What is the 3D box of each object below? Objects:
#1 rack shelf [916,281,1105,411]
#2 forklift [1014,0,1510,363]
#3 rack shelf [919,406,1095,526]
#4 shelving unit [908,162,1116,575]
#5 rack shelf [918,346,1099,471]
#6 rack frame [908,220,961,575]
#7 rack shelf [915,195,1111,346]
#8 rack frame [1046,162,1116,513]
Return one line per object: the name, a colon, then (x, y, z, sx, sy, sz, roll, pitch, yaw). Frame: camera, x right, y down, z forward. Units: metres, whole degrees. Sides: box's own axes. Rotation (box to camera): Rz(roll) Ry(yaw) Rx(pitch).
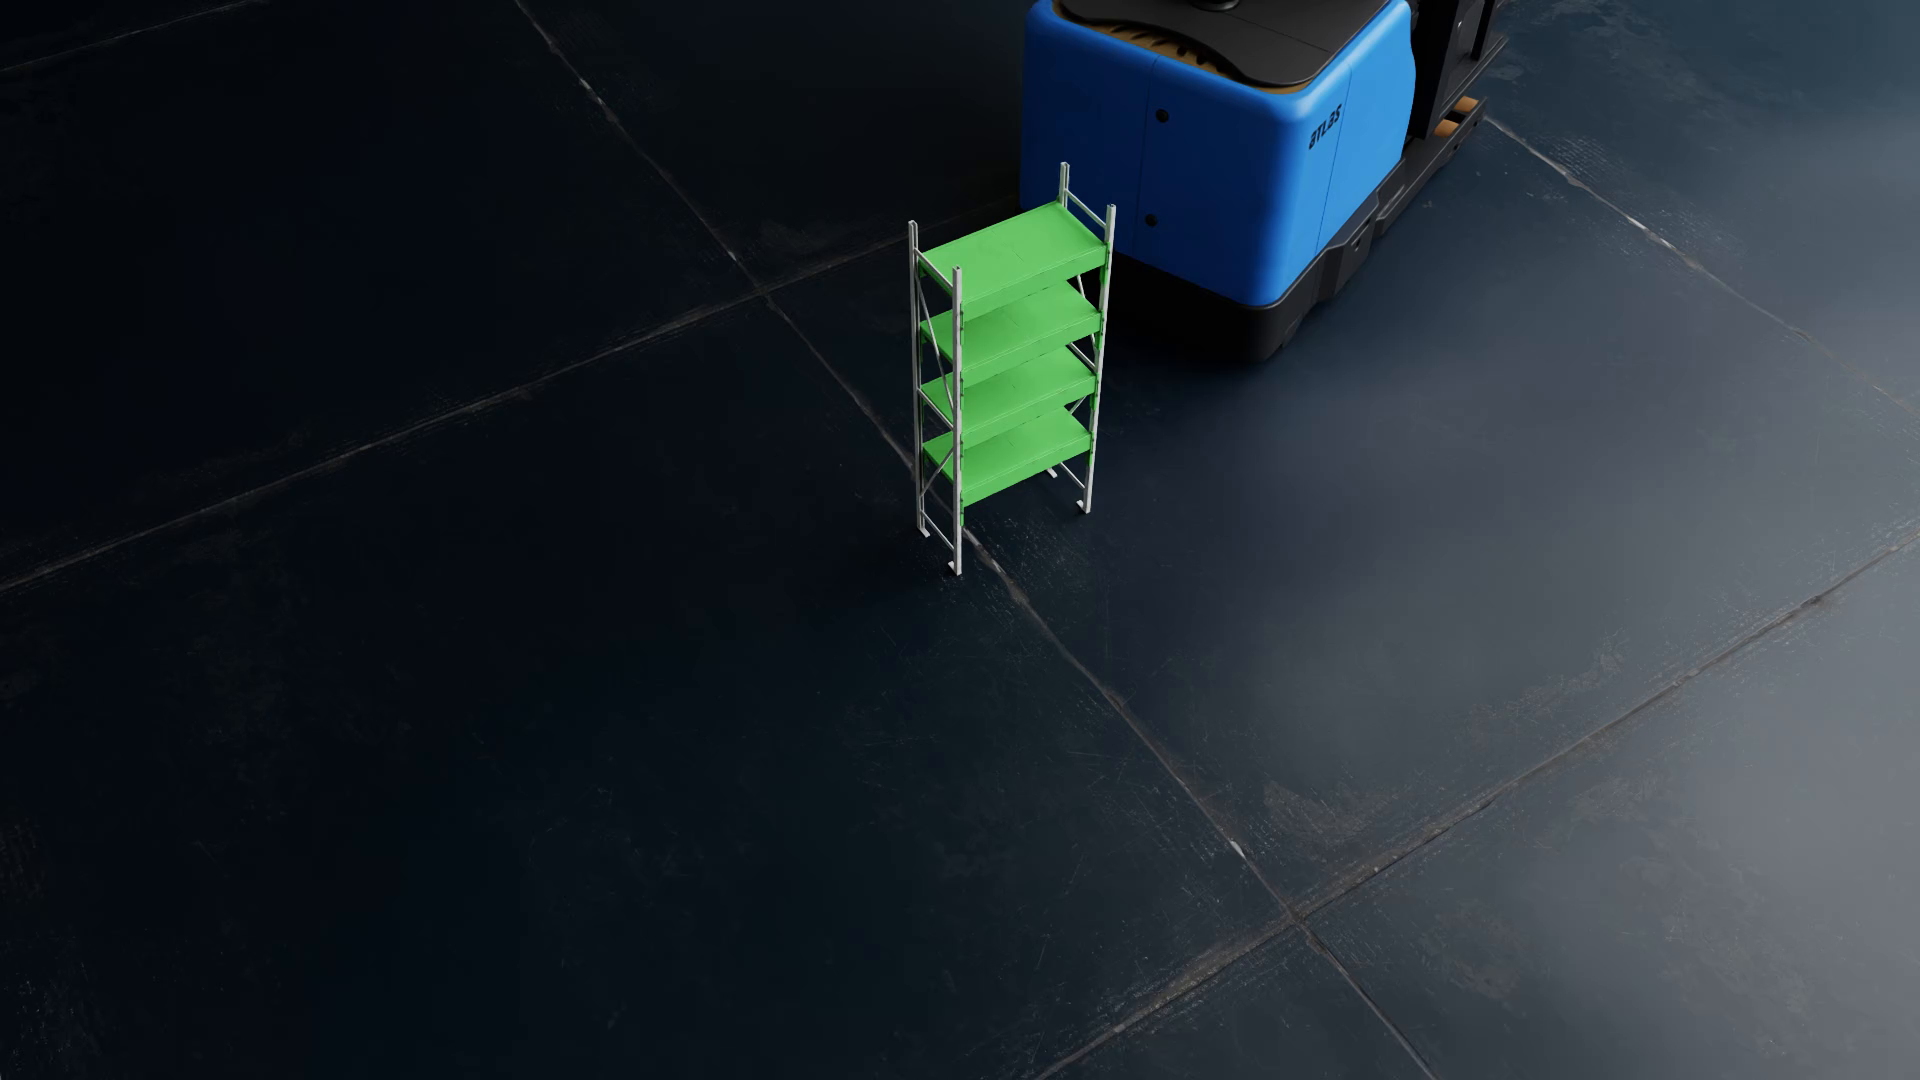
rack shelf: (0.140, -0.582, 4.729, 0.480, 0.148, 0.258, -25, 53, -21)
forklift: (1.446, -2.653, 5.650, 1.130, 2.935, 3.031, 27, 54, 22)
rack shelf: (0.140, -0.263, 5.088, 0.480, 0.148, 0.258, -25, 53, -21)
shelving unit: (0.140, -0.465, 4.861, 0.503, 1.200, 0.258, -25, 53, -21)
rack shelf: (0.140, -0.422, 4.908, 0.480, 0.148, 0.258, -25, 53, -21)
rack frame: (-0.066, -0.368, 4.774, 0.015, 1.200, 0.240, -25, 53, -21)
rack shelf: (0.140, -0.742, 4.550, 0.480, 0.148, 0.258, -25, 53, -21)
rack frame: (0.346, -0.562, 4.947, 0.015, 1.200, 0.240, -25, 53, -21)
